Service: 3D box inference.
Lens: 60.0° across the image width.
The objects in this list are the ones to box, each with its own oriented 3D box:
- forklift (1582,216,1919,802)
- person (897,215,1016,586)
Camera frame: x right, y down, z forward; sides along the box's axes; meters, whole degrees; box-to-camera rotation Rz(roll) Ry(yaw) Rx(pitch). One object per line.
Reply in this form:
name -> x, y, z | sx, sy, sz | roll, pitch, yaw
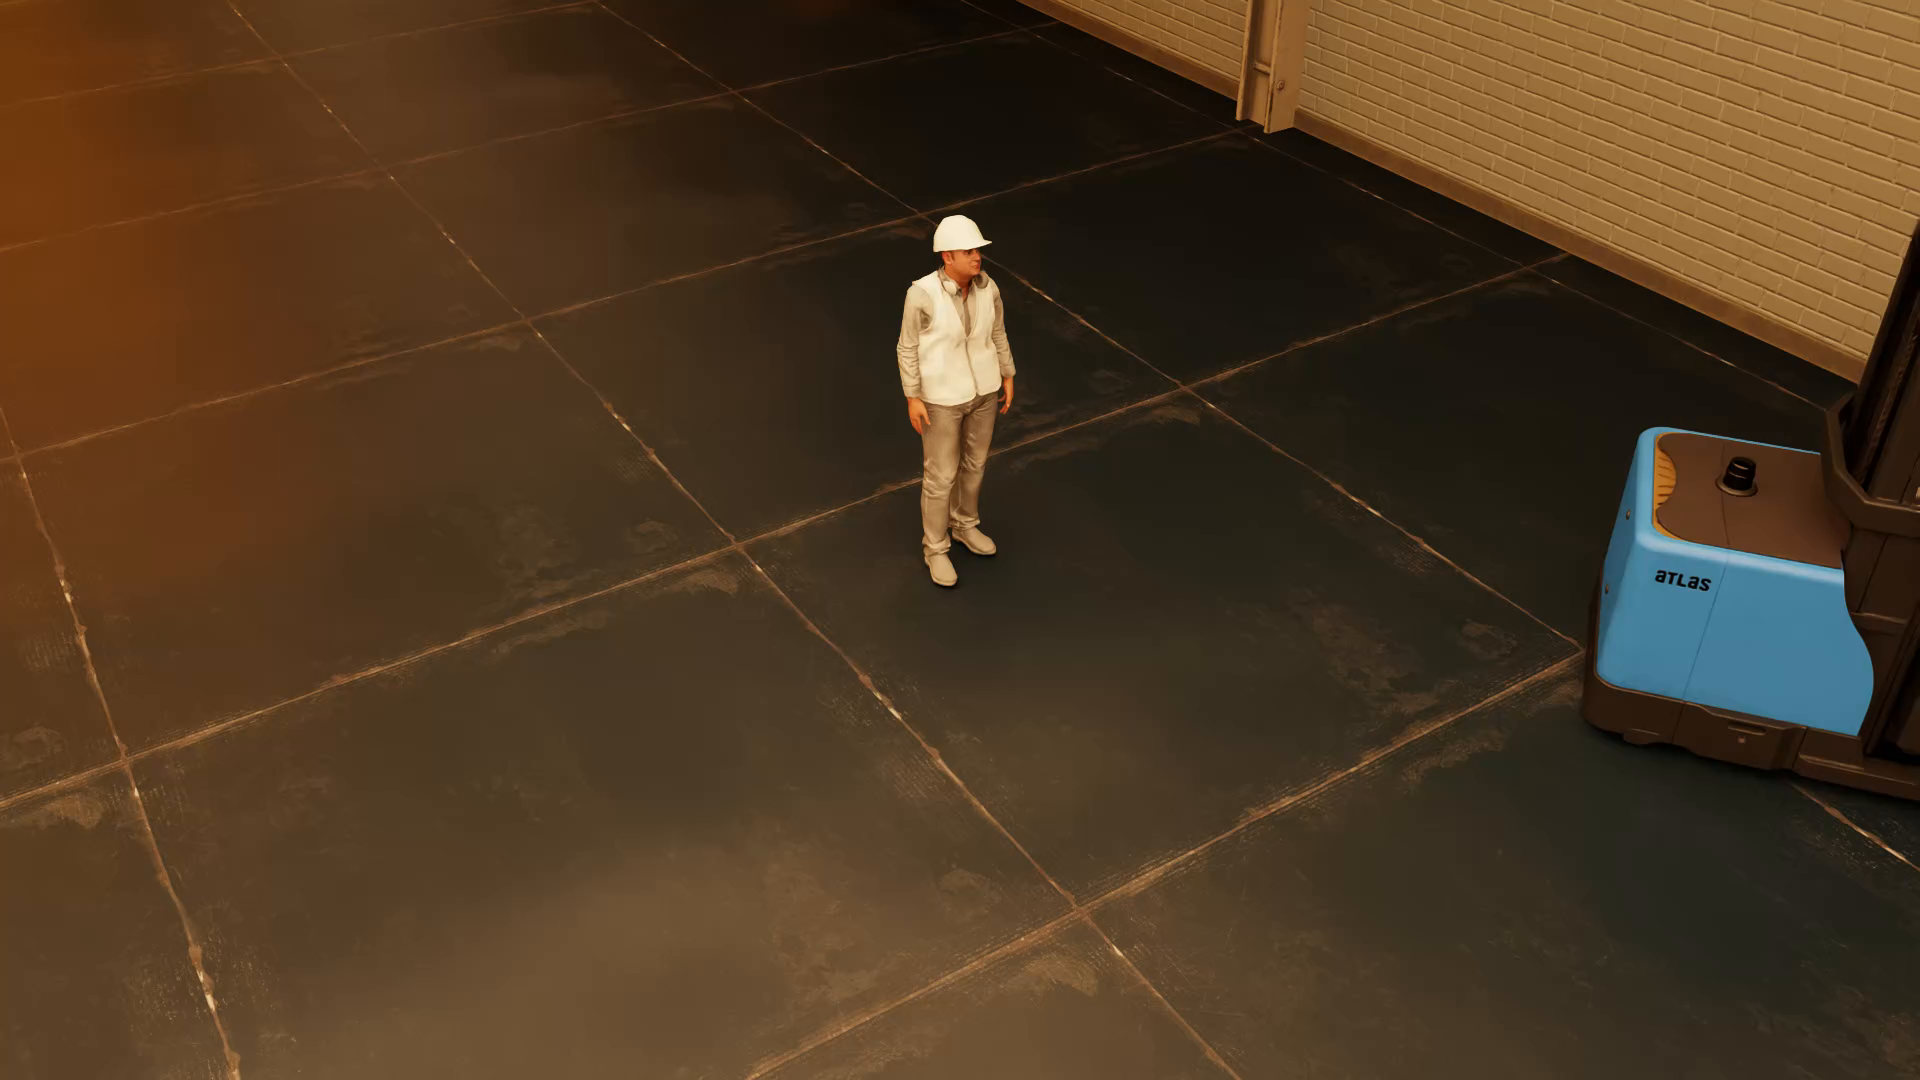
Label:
forklift -> 4.365, -0.308, 6.586 | 3.031, 2.935, 1.130 | 12, 37, 16
person -> 0.027, -0.700, 8.137 | 0.632, 1.773, 0.568 | -21, 40, -27
